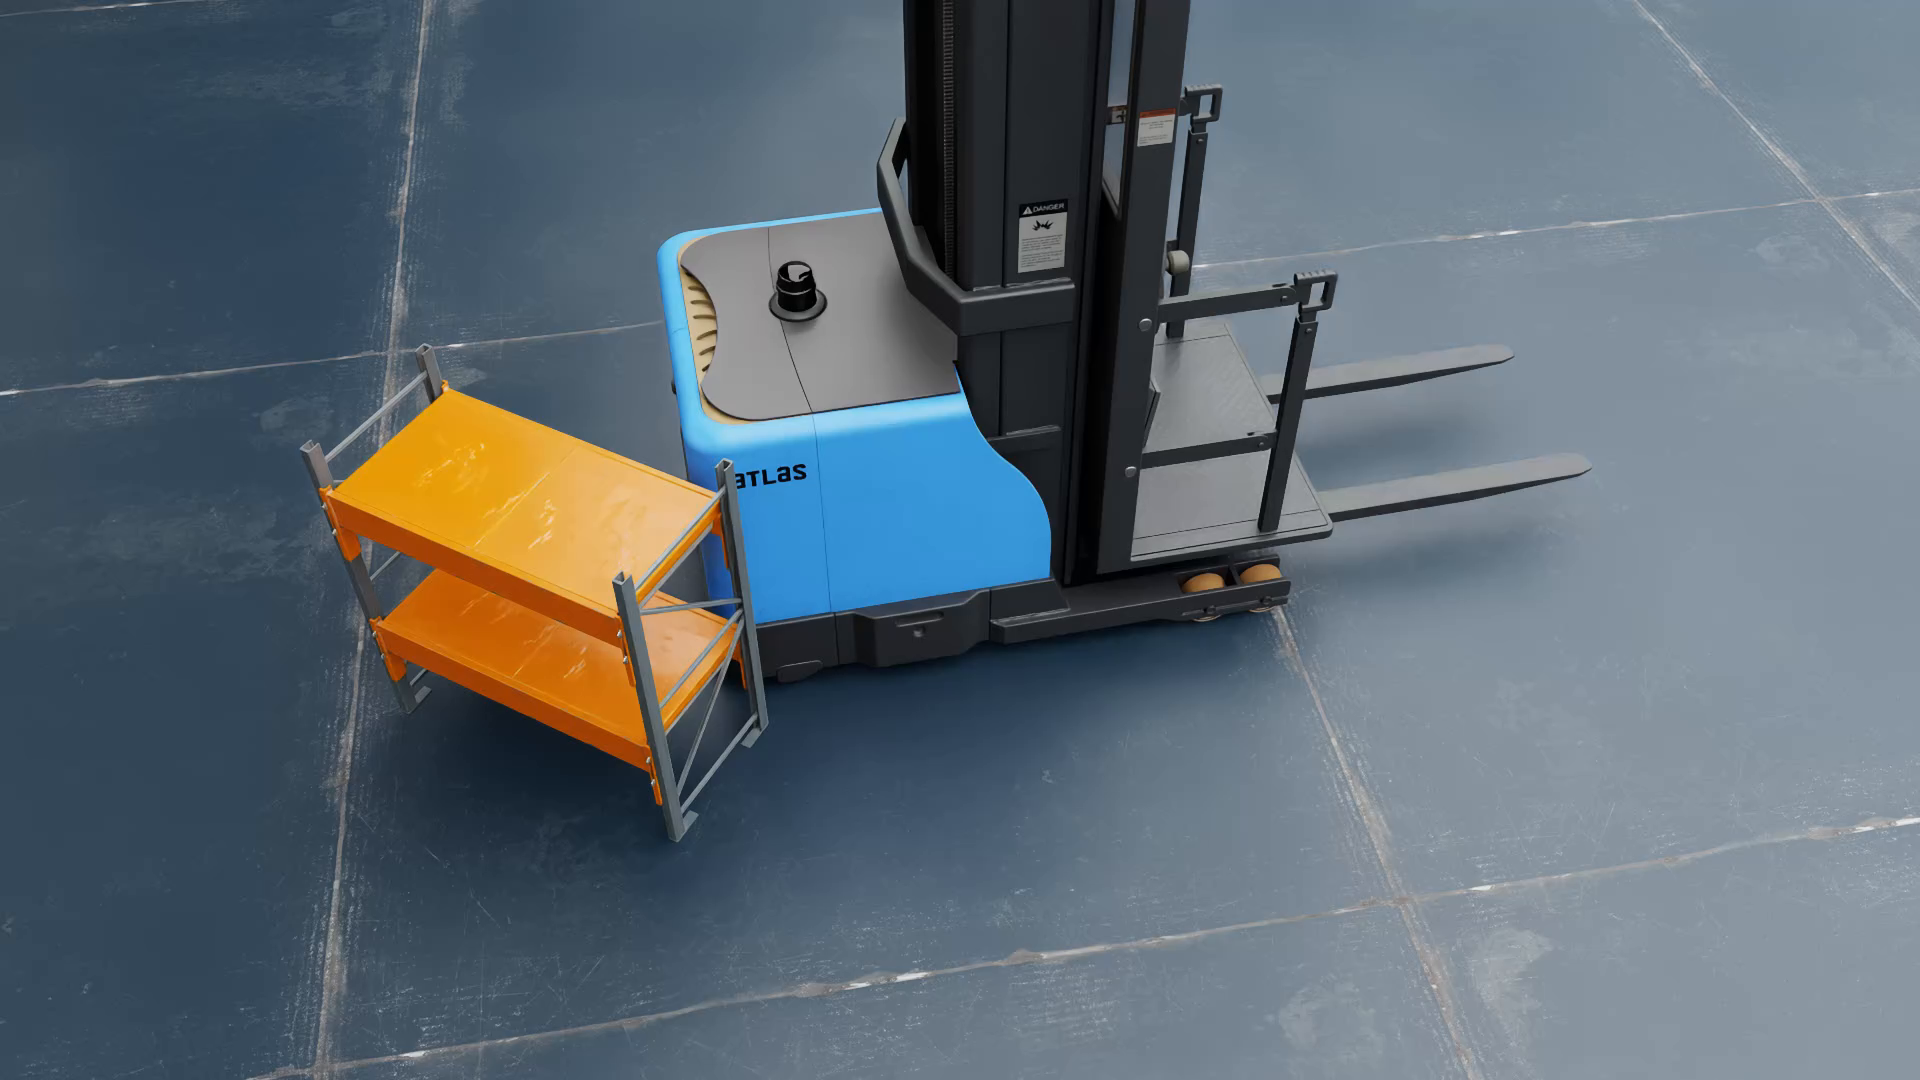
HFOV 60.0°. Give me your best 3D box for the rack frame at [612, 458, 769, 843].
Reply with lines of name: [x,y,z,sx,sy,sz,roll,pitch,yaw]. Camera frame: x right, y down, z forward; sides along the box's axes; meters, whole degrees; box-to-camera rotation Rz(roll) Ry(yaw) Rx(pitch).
rack frame: [-0.728,0.337,4.644,0.032,1.125,0.500,21,50,19]

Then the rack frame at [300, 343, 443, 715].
rack frame: [-1.627,-0.005,4.974,0.032,1.125,0.500,21,50,19]

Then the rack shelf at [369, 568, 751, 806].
rack shelf: [-1.177,0.335,4.985,1.000,0.278,0.538,21,50,19]

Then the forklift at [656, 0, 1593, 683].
forklift: [0.614,-1.113,4.787,3.031,2.935,1.130,-9,47,-8]

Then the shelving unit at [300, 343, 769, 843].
shelving unit: [-1.177,0.166,4.809,1.048,1.125,0.538,21,50,19]

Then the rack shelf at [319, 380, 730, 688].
rack shelf: [-1.177,-0.037,4.598,1.000,0.278,0.538,21,50,19]
